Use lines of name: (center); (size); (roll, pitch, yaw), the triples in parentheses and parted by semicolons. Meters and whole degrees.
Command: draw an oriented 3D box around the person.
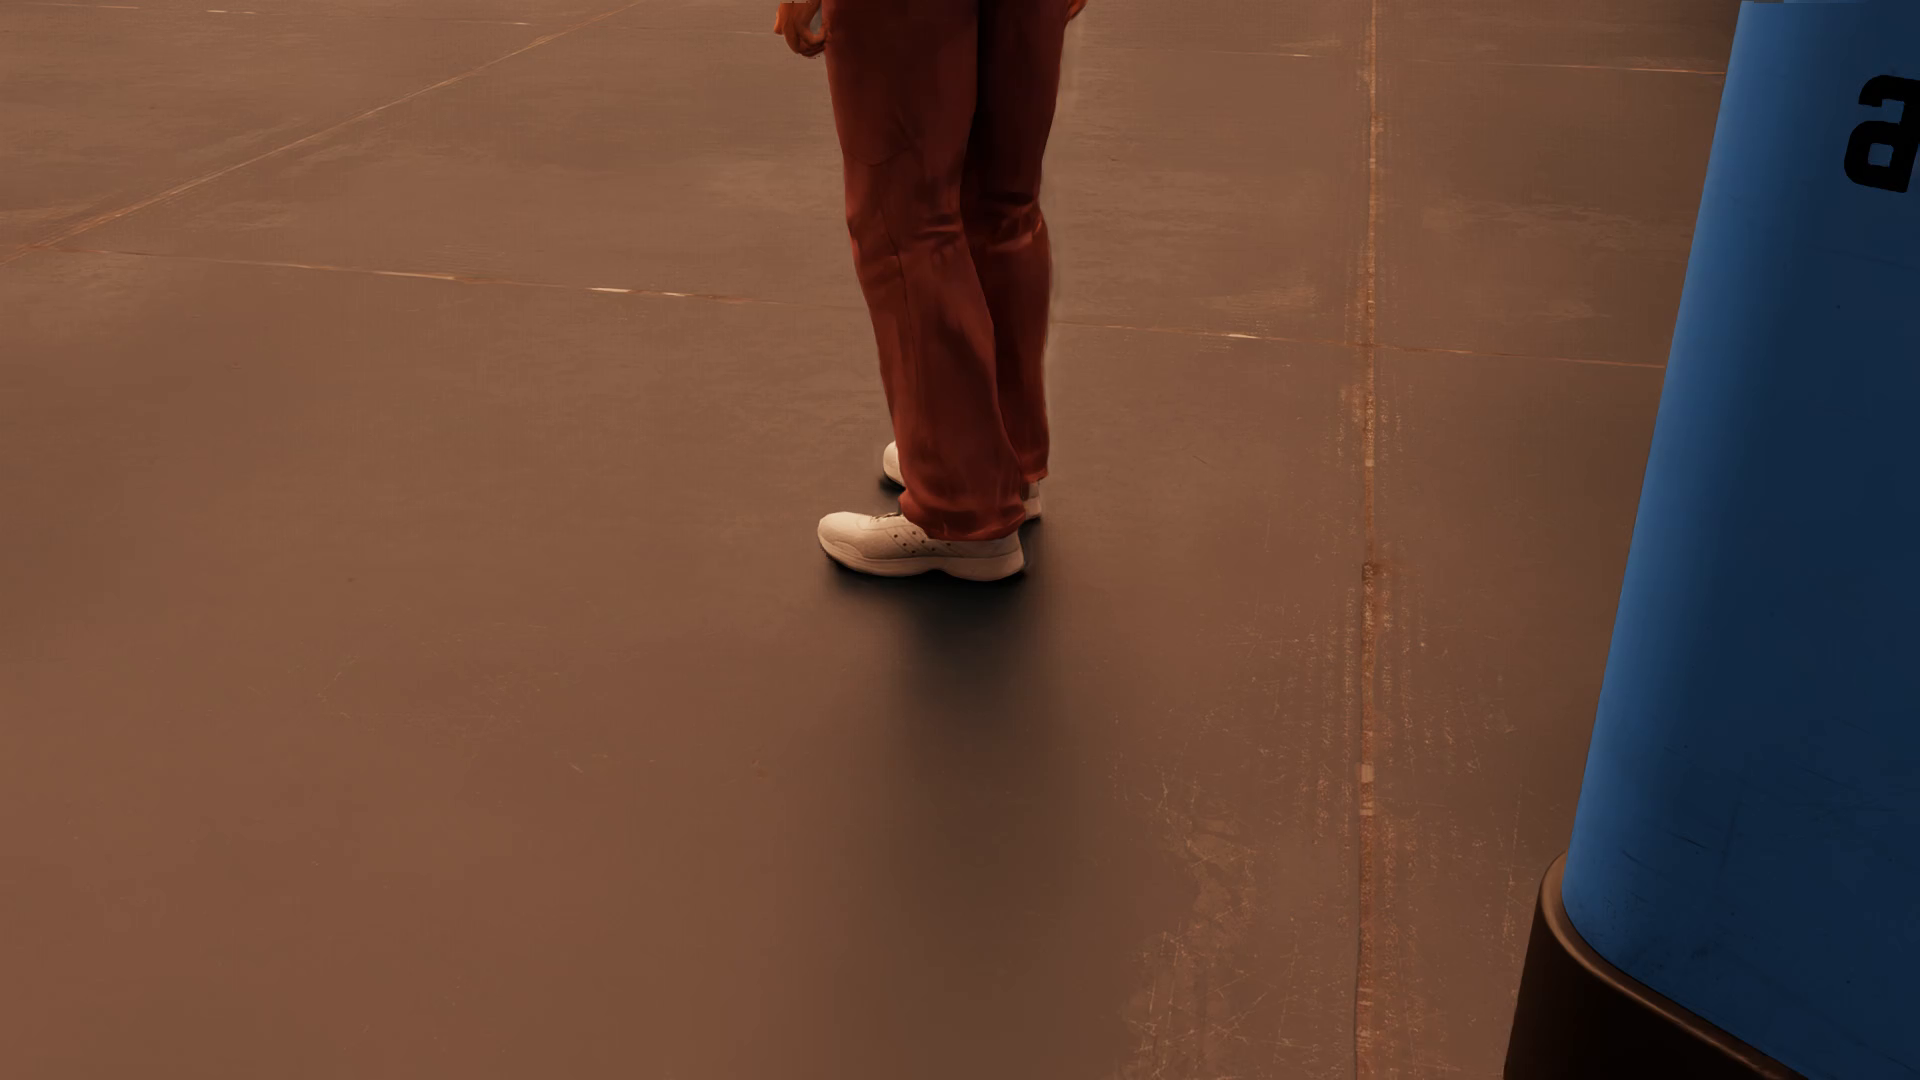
person: (-0.055, -0.749, 2.148); (0.466, 1.665, 0.451); (-19, 33, -33)
